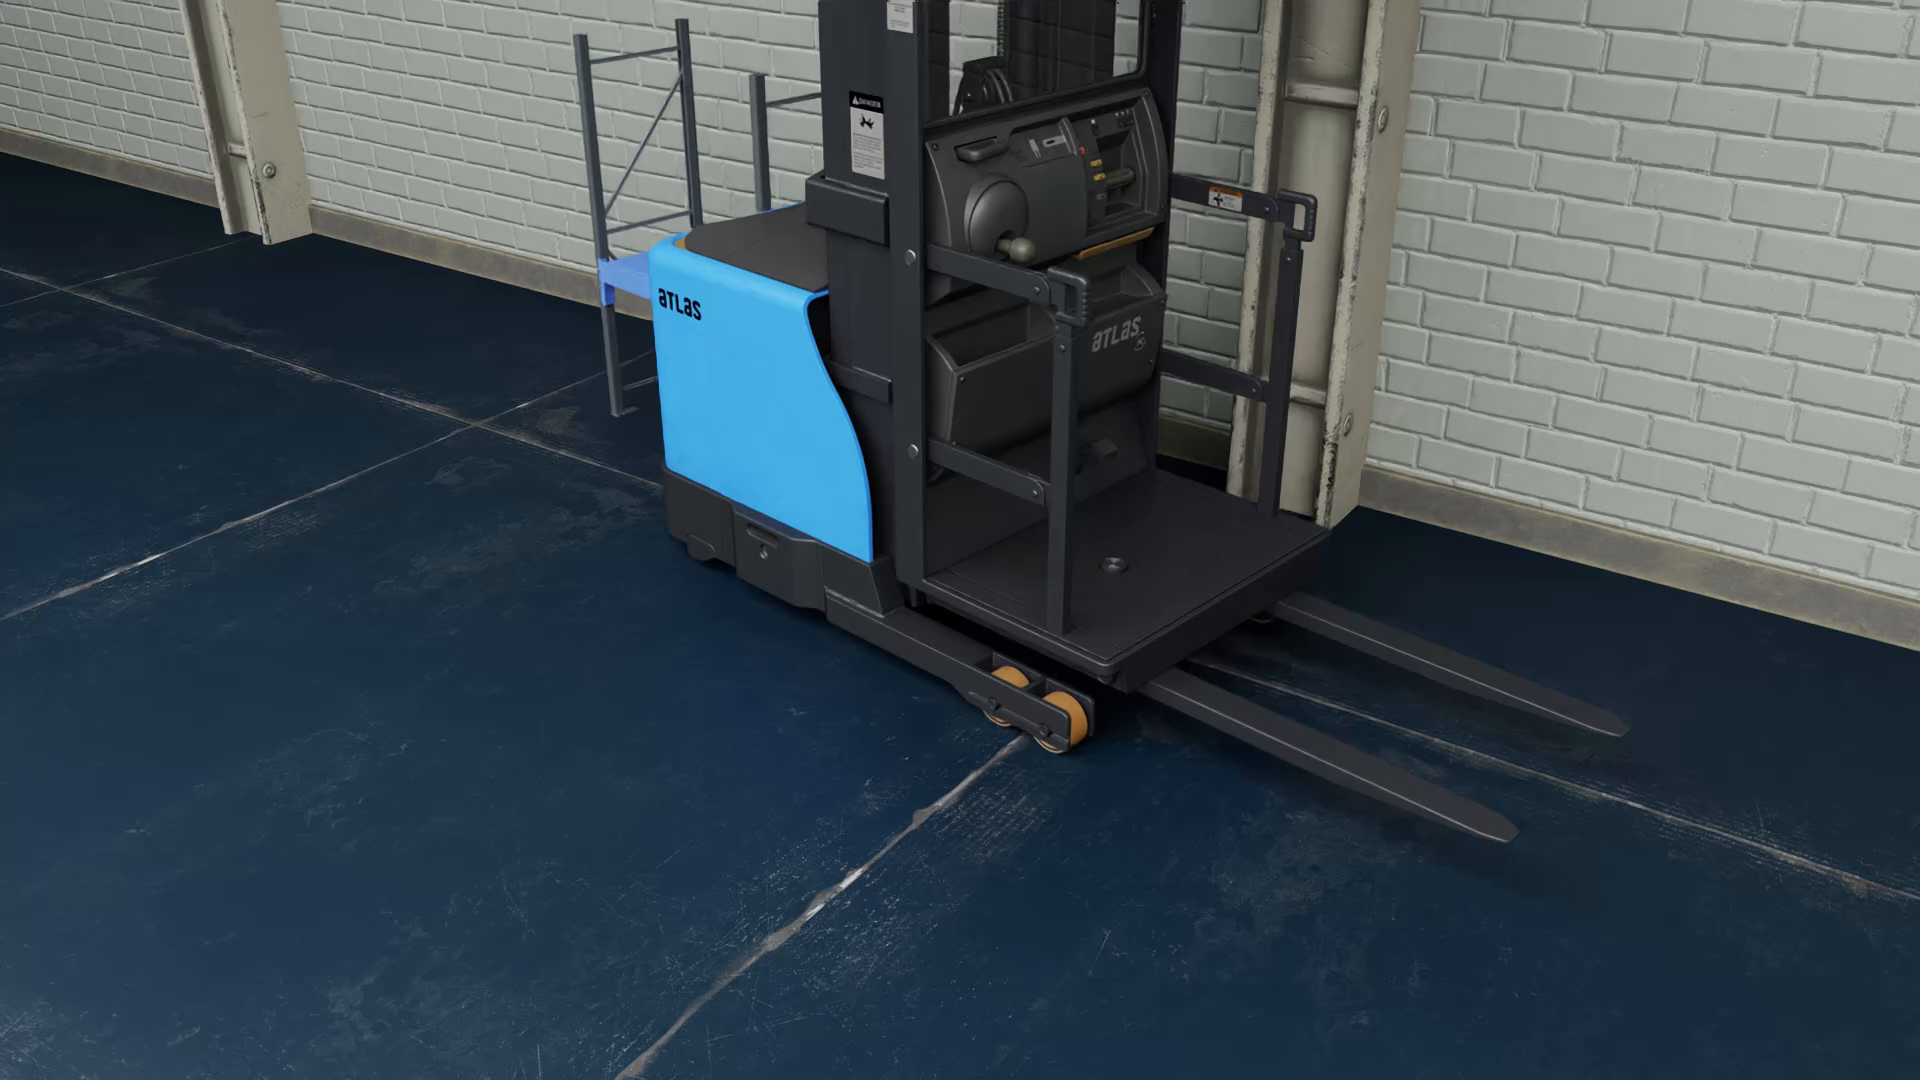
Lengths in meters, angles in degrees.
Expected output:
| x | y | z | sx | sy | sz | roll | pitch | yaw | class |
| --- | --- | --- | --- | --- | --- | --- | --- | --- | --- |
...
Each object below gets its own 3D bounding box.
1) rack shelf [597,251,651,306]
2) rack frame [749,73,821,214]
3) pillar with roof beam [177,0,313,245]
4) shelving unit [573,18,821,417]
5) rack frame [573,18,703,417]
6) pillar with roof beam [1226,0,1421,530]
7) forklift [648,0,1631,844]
| x | y | z | sx | sy | sz | roll | pitch | yaw | class |
| --- | --- | --- | --- | --- | --- | --- | --- | --- | --- |
| -0.864 | -0.927 | 6.314 | 1.000 | 0.185 | 0.538 | 24 | 36 | 39 | rack shelf |
| -0.504 | -0.924 | 5.913 | 0.032 | 1.500 | 0.500 | 24 | 36 | 39 | rack frame |
| -6.180 | -4.075 | 3.836 | 0.400 | 9.000 | 9.100 | 17 | 32 | 30 | pillar with roof beam |
| -0.864 | -1.087 | 6.232 | 1.048 | 1.500 | 0.538 | 24 | 36 | 39 | shelving unit |
| -1.225 | -1.249 | 6.551 | 0.032 | 1.500 | 0.500 | 24 | 36 | 39 | rack frame |
| -1.235 | -2.534 | 0.808 | 0.400 | 9.000 | 9.100 | 17 | 32 | 30 | pillar with roof beam |
| 0.412 | -0.985 | 4.455 | 3.031 | 2.935 | 1.130 | 23 | 35 | 38 | forklift |
